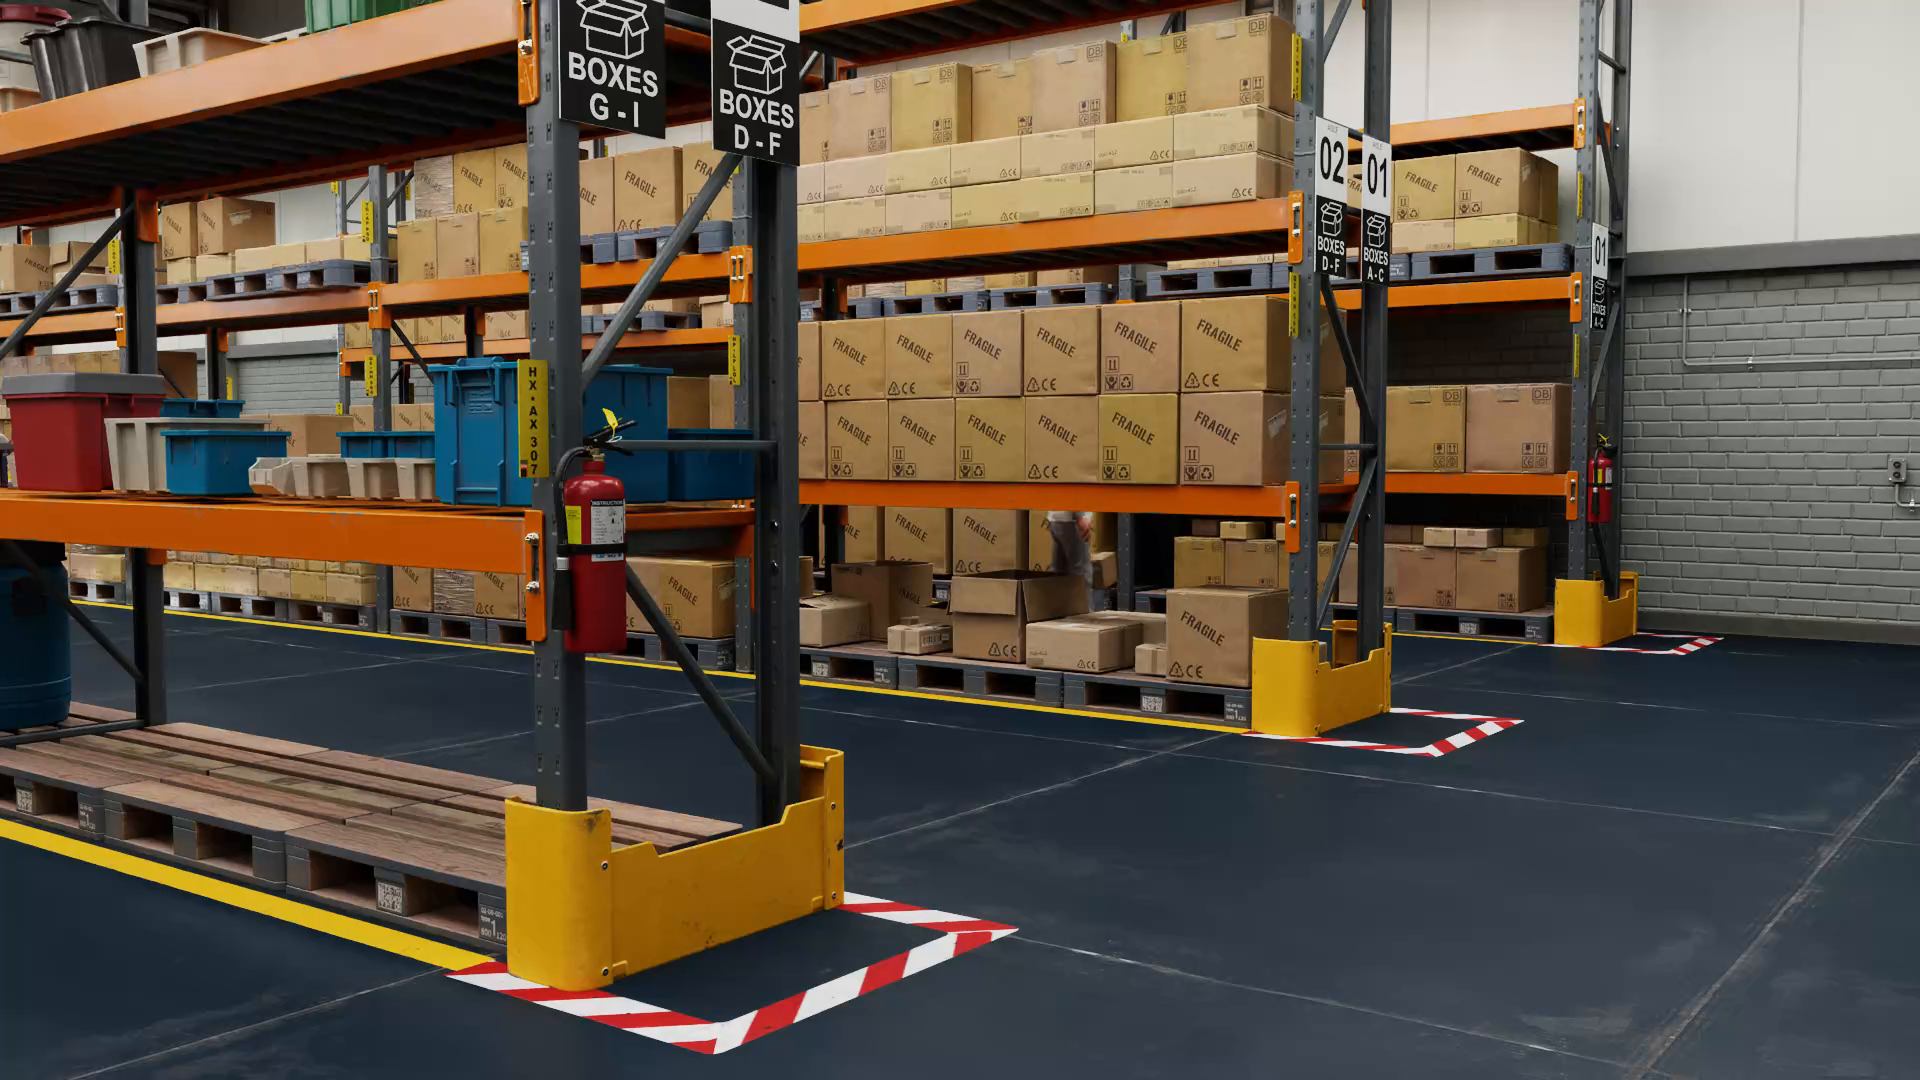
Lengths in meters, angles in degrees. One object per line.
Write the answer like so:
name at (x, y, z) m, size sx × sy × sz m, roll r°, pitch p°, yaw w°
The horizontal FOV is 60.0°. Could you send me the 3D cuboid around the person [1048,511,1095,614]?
person at (0.965, -0.136, 13.418) m, size 0.610 × 1.772 × 0.649 m, roll 0°, pitch 3°, yaw -1°
